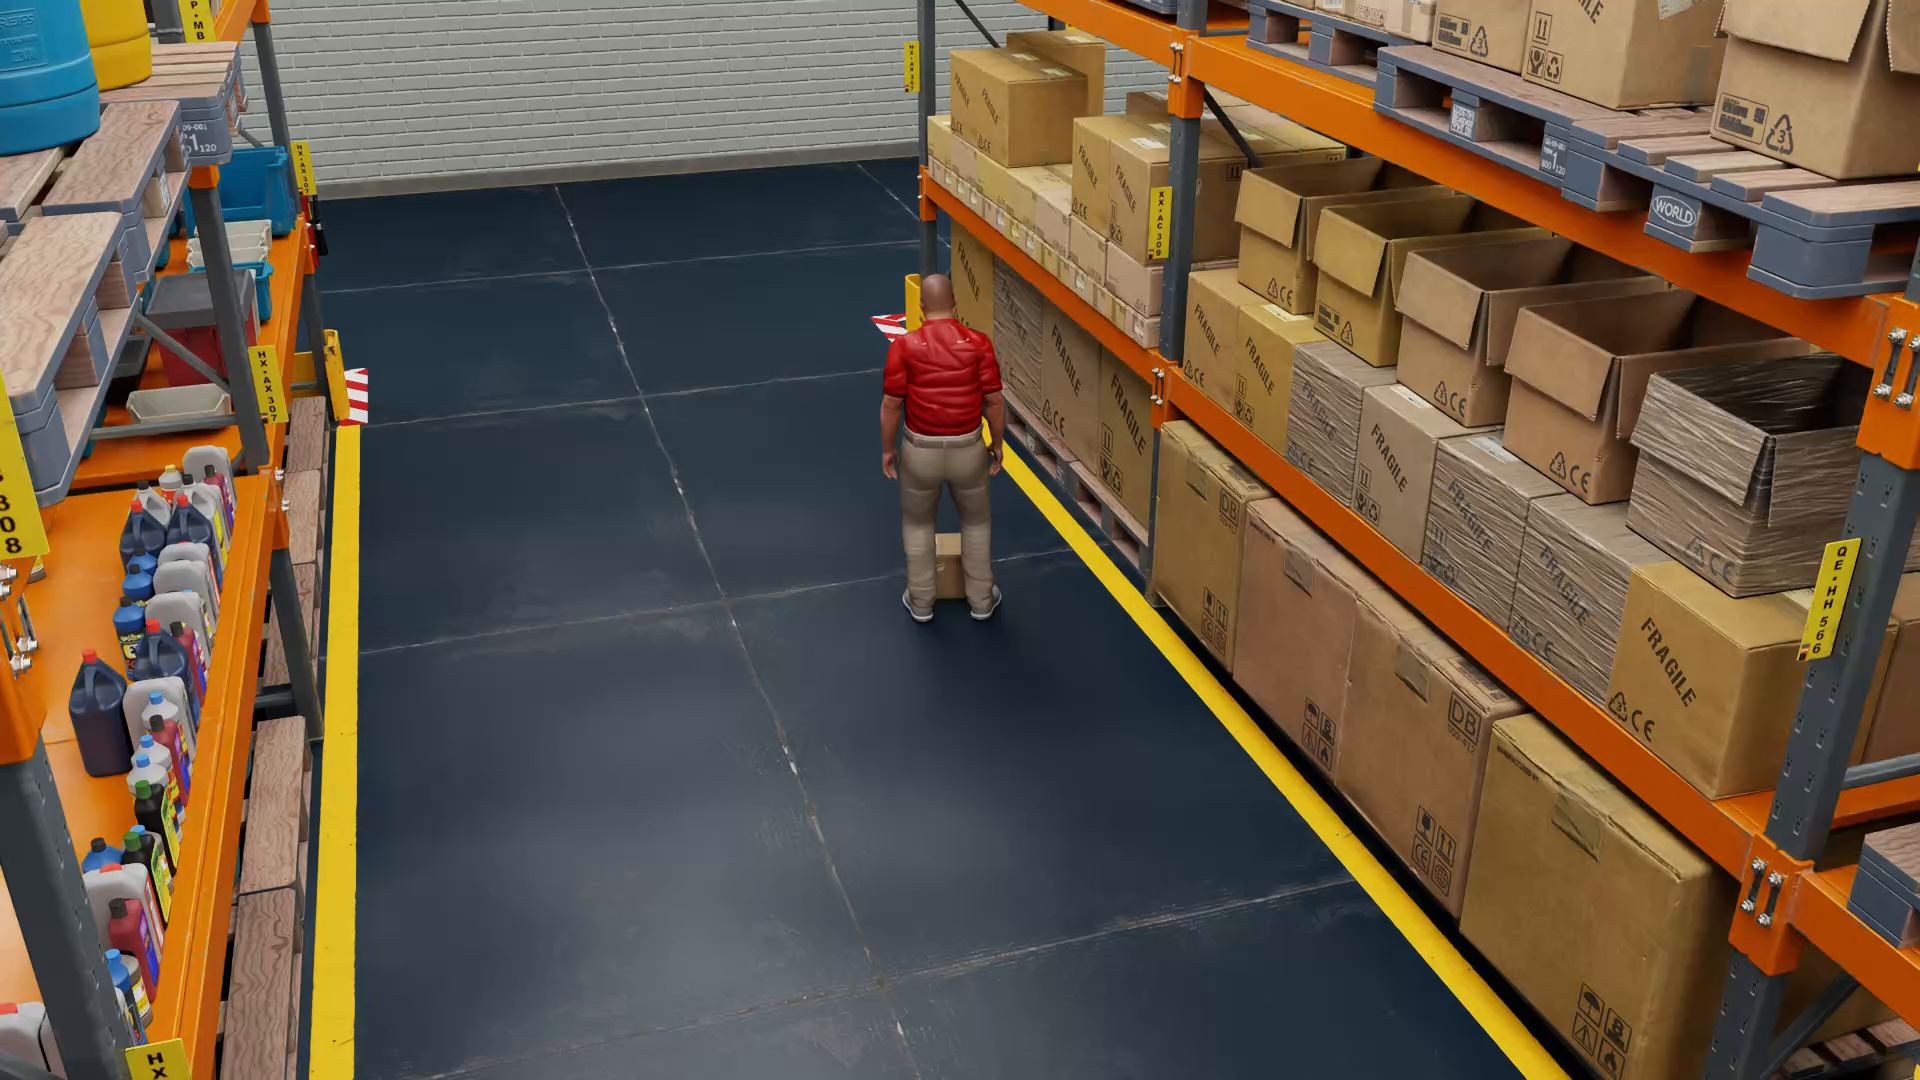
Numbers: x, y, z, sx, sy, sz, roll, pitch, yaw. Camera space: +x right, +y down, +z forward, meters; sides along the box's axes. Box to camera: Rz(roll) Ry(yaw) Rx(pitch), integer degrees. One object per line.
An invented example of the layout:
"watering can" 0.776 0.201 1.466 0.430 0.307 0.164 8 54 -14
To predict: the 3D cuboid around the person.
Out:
"person" -0.080 -0.420 7.983 0.594 1.727 0.388 -1 26 -3
